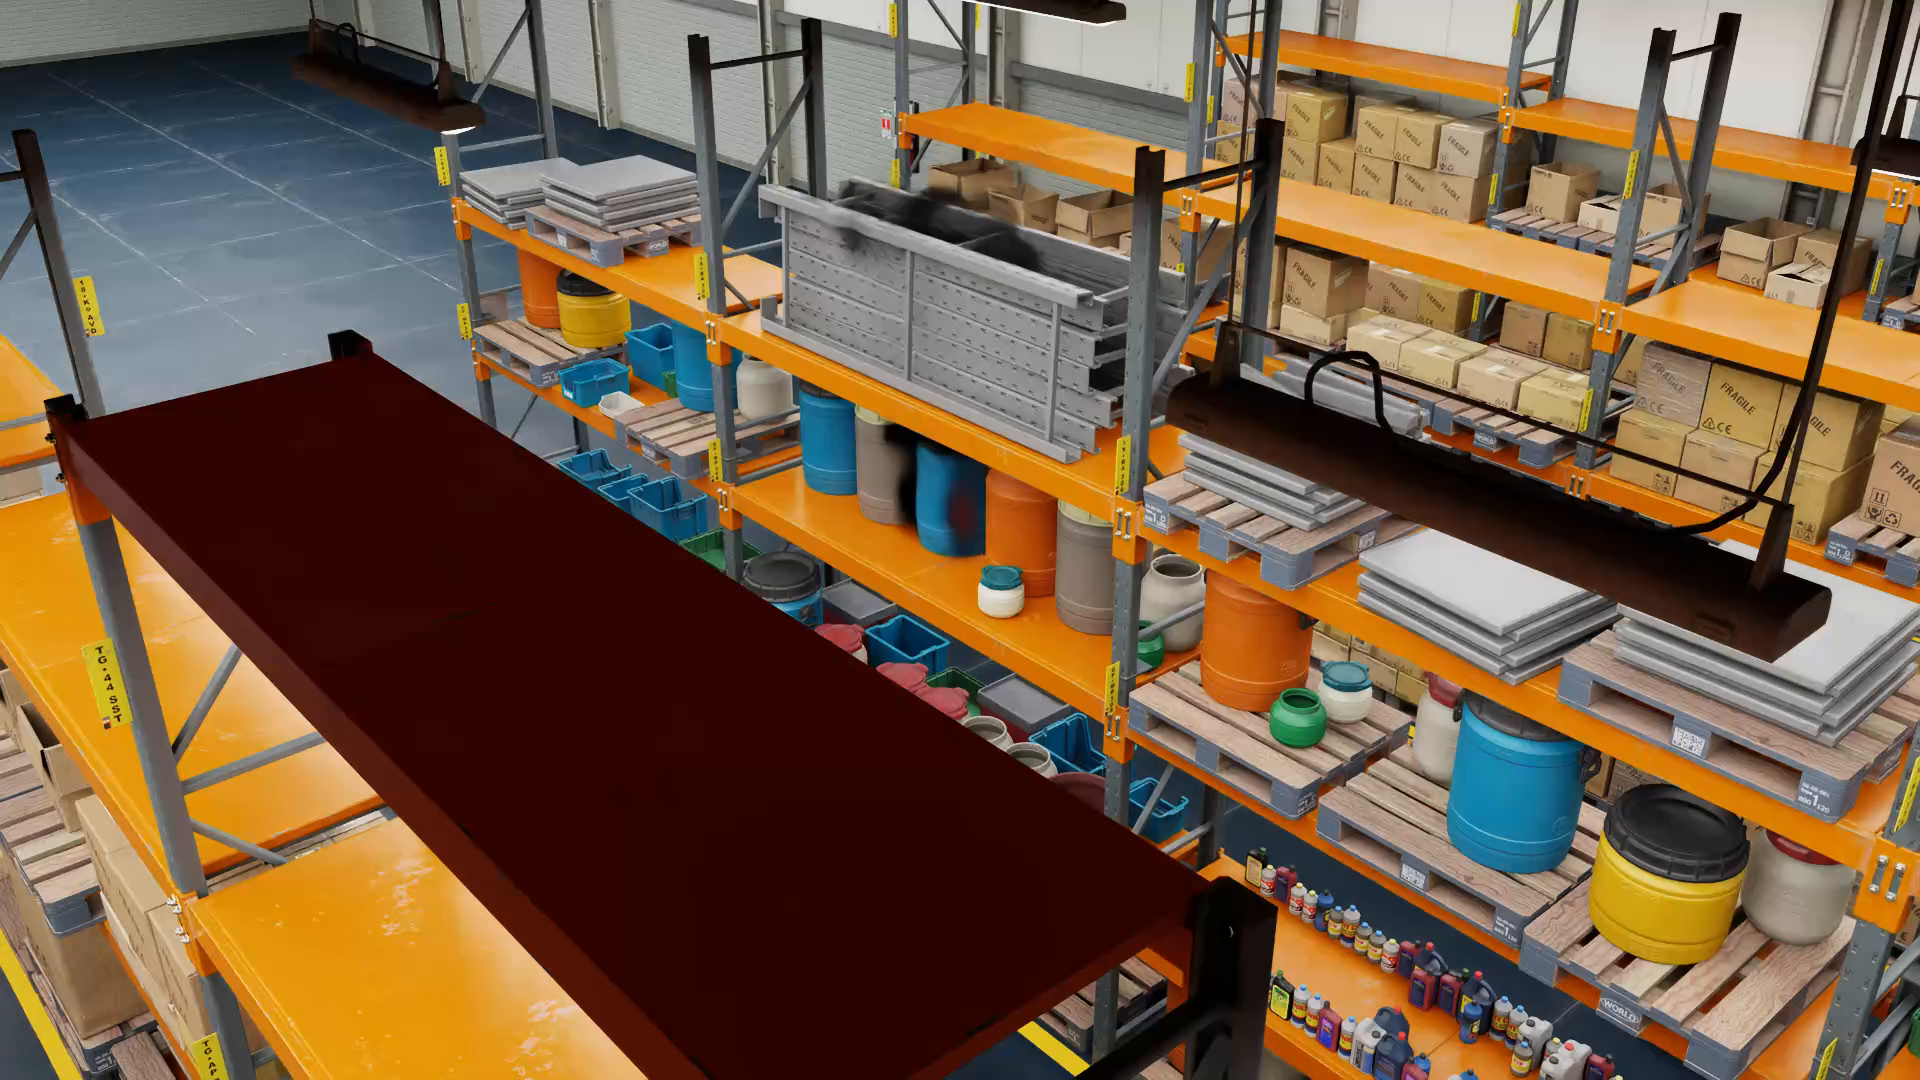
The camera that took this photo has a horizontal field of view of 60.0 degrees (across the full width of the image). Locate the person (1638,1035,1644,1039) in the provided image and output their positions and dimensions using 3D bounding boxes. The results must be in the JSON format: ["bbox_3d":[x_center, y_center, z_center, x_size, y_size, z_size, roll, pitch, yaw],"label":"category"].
[{"bbox_3d":[4.574,2.507,10.733,0.627,1.738,0.702,18,32,31],"label":"person"}]
